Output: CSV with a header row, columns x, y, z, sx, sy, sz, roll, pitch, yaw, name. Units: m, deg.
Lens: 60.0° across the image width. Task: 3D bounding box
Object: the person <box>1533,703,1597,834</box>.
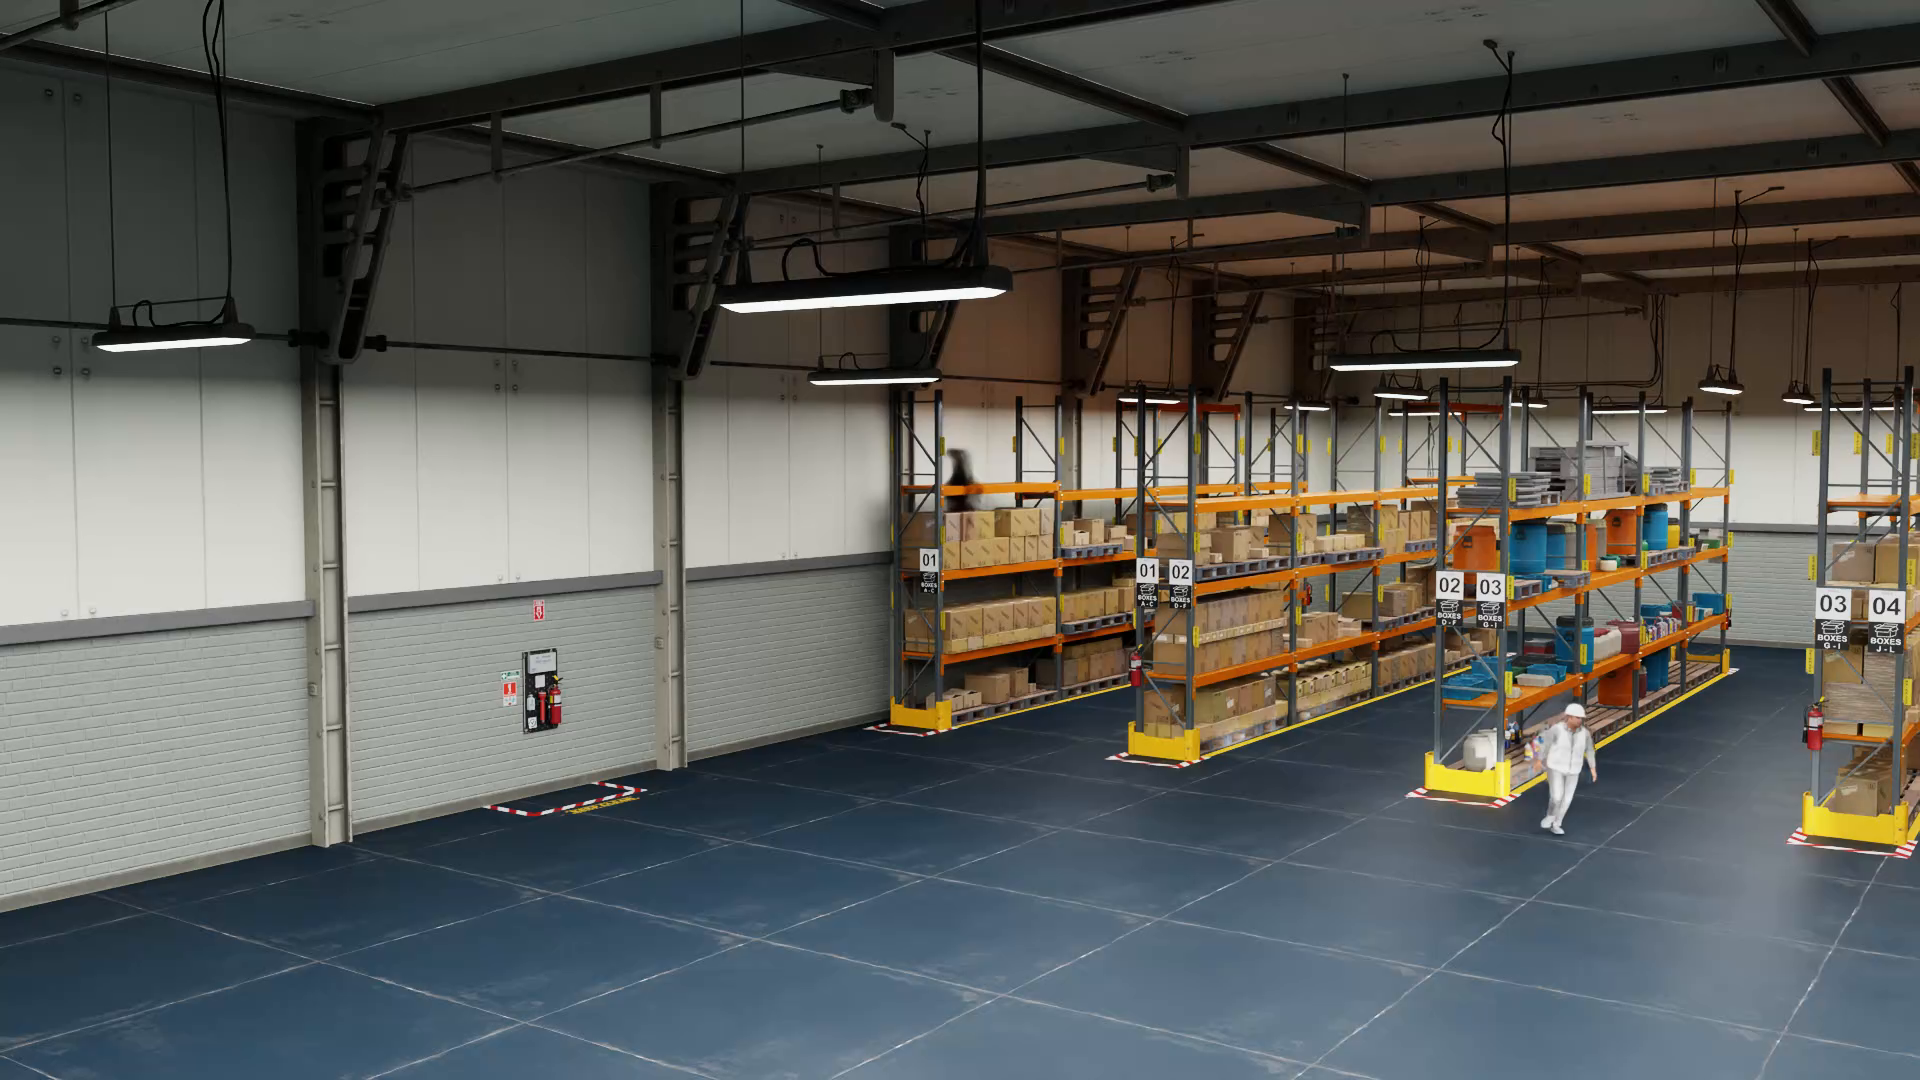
x,y,z,sx,sy,sz,roll,pitch,yaw,name
7.777,2.937,21.312,0.653,1.726,0.667,0,3,-5,person
